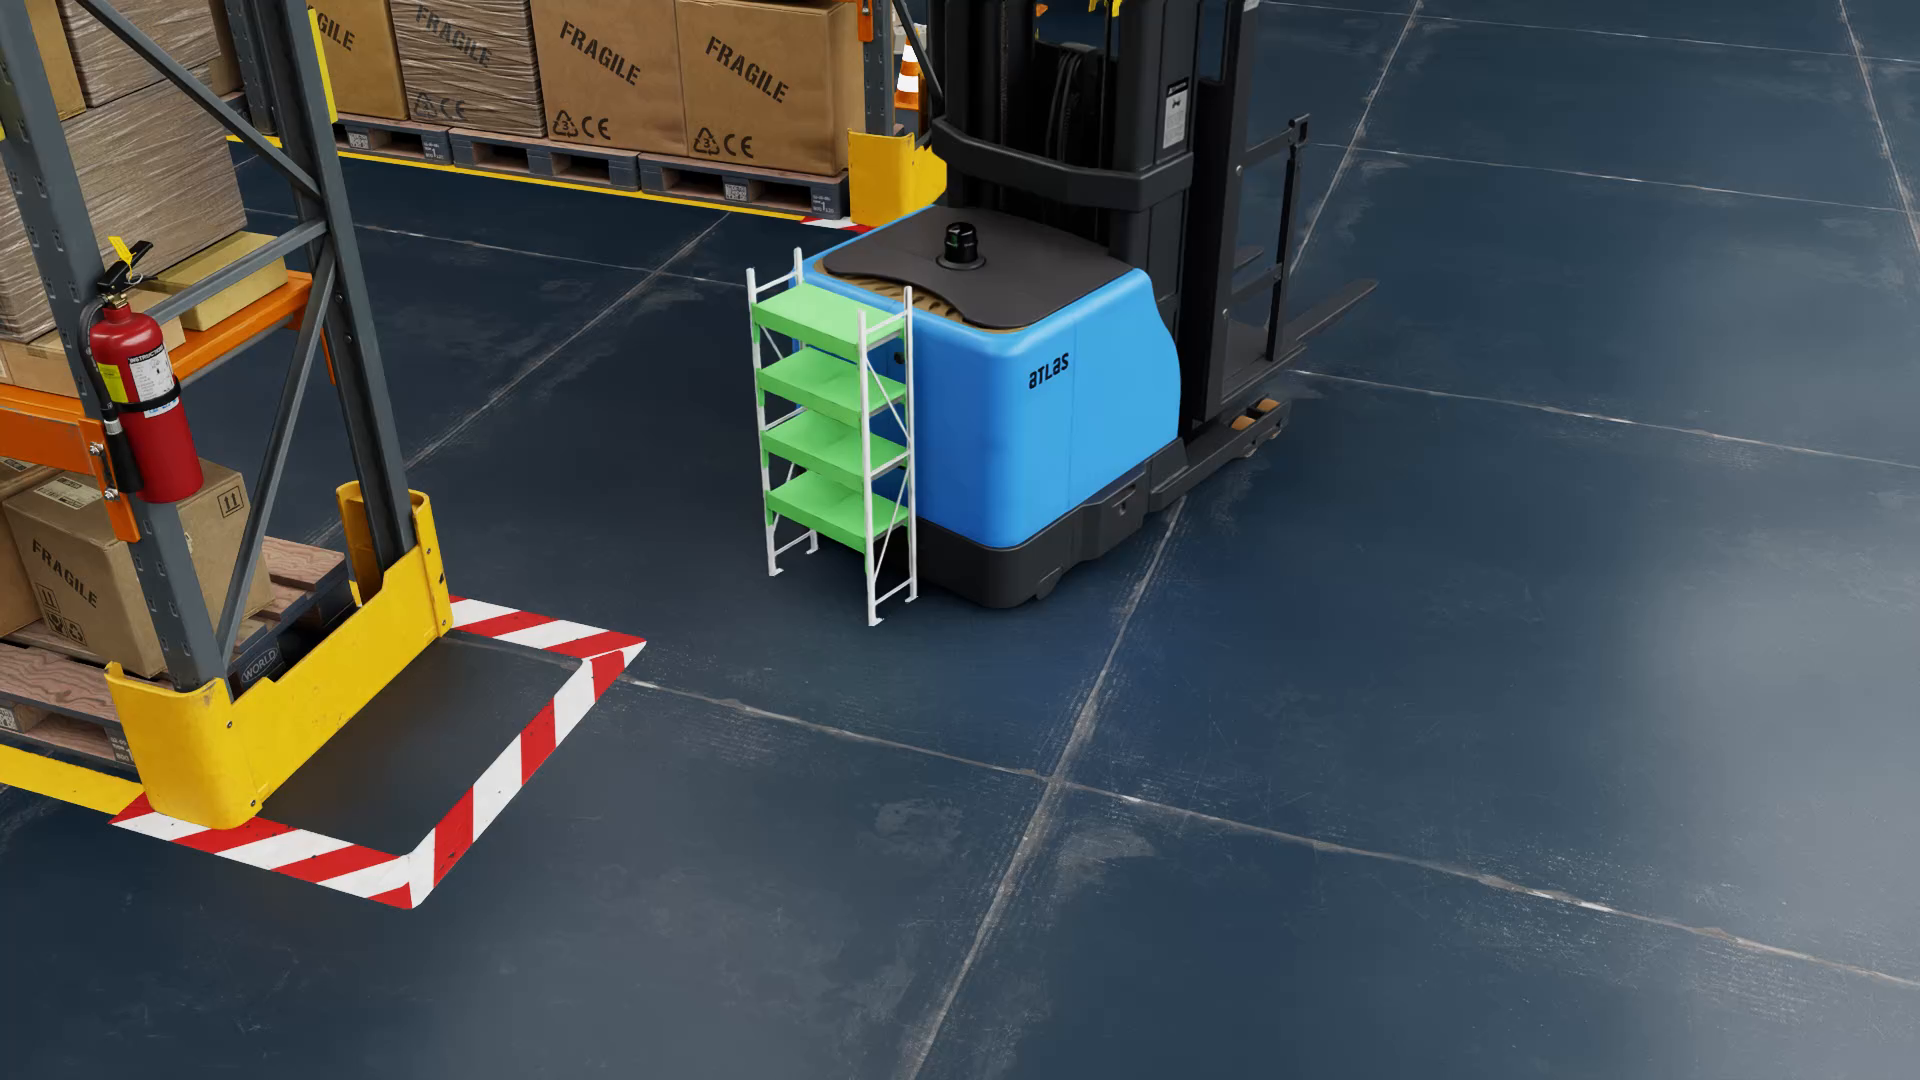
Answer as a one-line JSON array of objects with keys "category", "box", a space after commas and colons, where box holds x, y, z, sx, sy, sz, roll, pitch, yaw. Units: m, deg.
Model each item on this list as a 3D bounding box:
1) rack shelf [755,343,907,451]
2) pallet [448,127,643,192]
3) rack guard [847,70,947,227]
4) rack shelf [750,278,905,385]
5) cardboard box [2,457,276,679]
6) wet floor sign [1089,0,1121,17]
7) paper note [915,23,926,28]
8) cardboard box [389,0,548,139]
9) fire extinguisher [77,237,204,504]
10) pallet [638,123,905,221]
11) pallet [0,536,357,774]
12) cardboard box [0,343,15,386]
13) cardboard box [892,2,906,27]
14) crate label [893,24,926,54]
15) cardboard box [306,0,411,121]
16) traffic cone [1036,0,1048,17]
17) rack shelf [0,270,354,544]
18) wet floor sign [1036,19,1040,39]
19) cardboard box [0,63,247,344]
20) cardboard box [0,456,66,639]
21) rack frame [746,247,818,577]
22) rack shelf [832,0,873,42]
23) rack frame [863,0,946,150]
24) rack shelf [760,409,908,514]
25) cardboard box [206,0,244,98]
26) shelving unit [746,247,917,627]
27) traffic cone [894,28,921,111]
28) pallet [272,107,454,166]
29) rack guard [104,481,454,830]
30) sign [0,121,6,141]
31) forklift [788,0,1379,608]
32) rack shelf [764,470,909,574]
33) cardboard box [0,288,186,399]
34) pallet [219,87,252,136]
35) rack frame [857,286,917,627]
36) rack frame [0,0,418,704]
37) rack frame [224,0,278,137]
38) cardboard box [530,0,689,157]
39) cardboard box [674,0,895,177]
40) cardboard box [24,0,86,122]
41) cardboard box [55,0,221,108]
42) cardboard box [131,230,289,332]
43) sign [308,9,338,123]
[{"category": "rack shelf", "box": [-0.423, -0.485, 5.570, 0.480, 0.148, 0.258, 24, 40, 32]}, {"category": "pallet", "box": [-2.191, -2.381, 9.743, 1.213, 0.211, 1.003, 11, 34, 16]}, {"category": "rack guard", "box": [-0.245, -2.168, 9.146, 0.348, 0.500, 1.175, 11, 34, 16]}, {"category": "rack shelf", "box": [-0.423, -0.686, 5.440, 0.480, 0.148, 0.258, 24, 40, 32]}, {"category": "cardboard box", "box": [-2.618, 0.043, 5.335, 0.500, 0.500, 0.500, 18, 37, 25]}, {"category": "wet floor sign", "box": [1.125, -4.198, 12.157, 0.232, 0.644, 0.267, 24, 40, 32]}, {"category": "paper note", "box": [-0.254, -3.677, 11.918, 0.142, 0.019, 0.148, 0, 33, 0]}, {"category": "cardboard box", "box": [-2.615, -2.924, 9.585, 0.875, 0.875, 0.875, 11, 35, 17]}, {"category": "fire extinguisher", "box": [-2.084, -0.419, 4.205, 0.183, 0.674, 0.296, 11, 34, 16]}, {"category": "pallet", "box": [-1.047, -2.157, 9.396, 1.213, 0.211, 1.003, 11, 34, 16]}, {"category": "pallet", "box": [-2.860, 0.283, 5.617, 1.213, 0.211, 1.003, 11, 34, 16]}, {"category": "cardboard box", "box": [-2.609, -0.595, 4.638, 0.250, 0.149, 0.380, 11, 34, 16]}, {"category": "cardboard box", "box": [-0.607, -3.779, 11.966, 0.380, 0.149, 0.250, -25, 40, -33]}, {"category": "crate label", "box": [-0.348, -3.469, 11.496, 0.298, 0.136, 0.250, -6, 33, -9]}, {"category": "cardboard box", "box": [-3.465, -3.087, 9.838, 0.875, 0.875, 0.875, 12, 35, 17]}, {"category": "traffic cone", "box": [0.467, -4.122, 12.208, 0.334, 0.463, 0.336, 11, 34, 16]}, {"category": "rack shelf", "box": [-3.919, -0.772, 5.343, 4.000, 0.370, 1.077, 11, 34, 16]}, {"category": "wet floor sign", "box": [0.428, -3.239, 10.671, 0.232, 0.644, 0.267, 5, 33, 8]}, {"category": "cardboard box", "box": [-2.544, -0.990, 4.651, 0.500, 0.500, 0.875, 11, 34, 16]}, {"category": "cardboard box", "box": [-3.192, -0.049, 5.478, 0.500, 0.500, 0.500, 21, 38, 29]}, {"category": "rack frame", "box": [-0.611, -0.421, 5.796, 0.015, 1.200, 0.240, 24, 40, 32]}, {"category": "rack shelf", "box": [-2.150, -3.286, 9.237, 4.000, 0.370, 1.077, 11, 34, 16]}, {"category": "rack frame", "box": [-0.268, -3.222, 8.475, 0.127, 3.000, 1.000, 11, 34, 16]}, {"category": "rack shelf", "box": [-0.423, -0.283, 5.700, 0.480, 0.148, 0.258, 24, 40, 32]}, {"category": "cardboard box", "box": [-4.648, -3.253, 10.210, 0.750, 0.750, 1.050, 11, 34, 16]}, {"category": "shelving unit", "box": [-0.423, -0.337, 5.666, 0.503, 1.200, 0.258, 24, 40, 32]}, {"category": "traffic cone", "box": [-0.288, -2.979, 10.437, 0.334, 0.463, 0.336, 11, 34, 16]}, {"category": "pallet", "box": [-3.344, -2.603, 10.088, 1.213, 0.211, 1.003, 11, 34, 16]}, {"category": "rack guard", "box": [-2.108, 0.328, 5.281, 0.348, 0.500, 1.175, 11, 34, 16]}, {"category": "sign", "box": [-2.242, -1.047, 3.748, 0.005, 0.325, 0.100, 11, 34, 16]}, {"category": "forklift", "box": [0.715, -1.724, 6.218, 1.130, 2.935, 3.031, 24, 40, 32]}, {"category": "rack shelf", "box": [-0.423, -0.082, 5.830, 0.480, 0.148, 0.258, 24, 40, 32]}, {"category": "cardboard box", "box": [-2.374, -0.549, 4.567, 0.250, 0.149, 0.380, 11, 34, 16]}, {"category": "pallet", "box": [-4.785, -2.885, 10.524, 1.213, 0.211, 1.003, 11, 34, 16]}, {"category": "rack frame", "box": [-0.235, -0.253, 5.535, 0.015, 1.200, 0.240, 24, 40, 32]}, {"category": "rack frame", "box": [-2.036, -0.708, 4.581, 0.127, 3.000, 1.000, 11, 34, 16]}, {"category": "rack frame", "box": [-4.033, -3.954, 9.609, 0.127, 3.000, 1.000, 11, 34, 16]}, {"category": "cardboard box", "box": [-1.757, -2.756, 9.325, 0.875, 0.875, 0.875, 10, 34, 16]}, {"category": "cardboard box", "box": [-0.928, -2.596, 9.077, 0.875, 0.875, 0.875, 11, 35, 17]}, {"category": "cardboard box", "box": [-2.637, -1.269, 4.163, 0.500, 0.500, 0.500, 11, 34, 16]}, {"category": "cardboard box", "box": [-2.462, -1.535, 4.574, 0.500, 0.500, 0.500, 11, 34, 16]}, {"category": "cardboard box", "box": [-2.224, -0.776, 4.919, 0.250, 0.149, 0.380, 11, 34, 16]}, {"category": "sign", "box": [-1.853, -1.349, 4.775, 0.005, 0.325, 0.100, 11, 34, 16]}]
